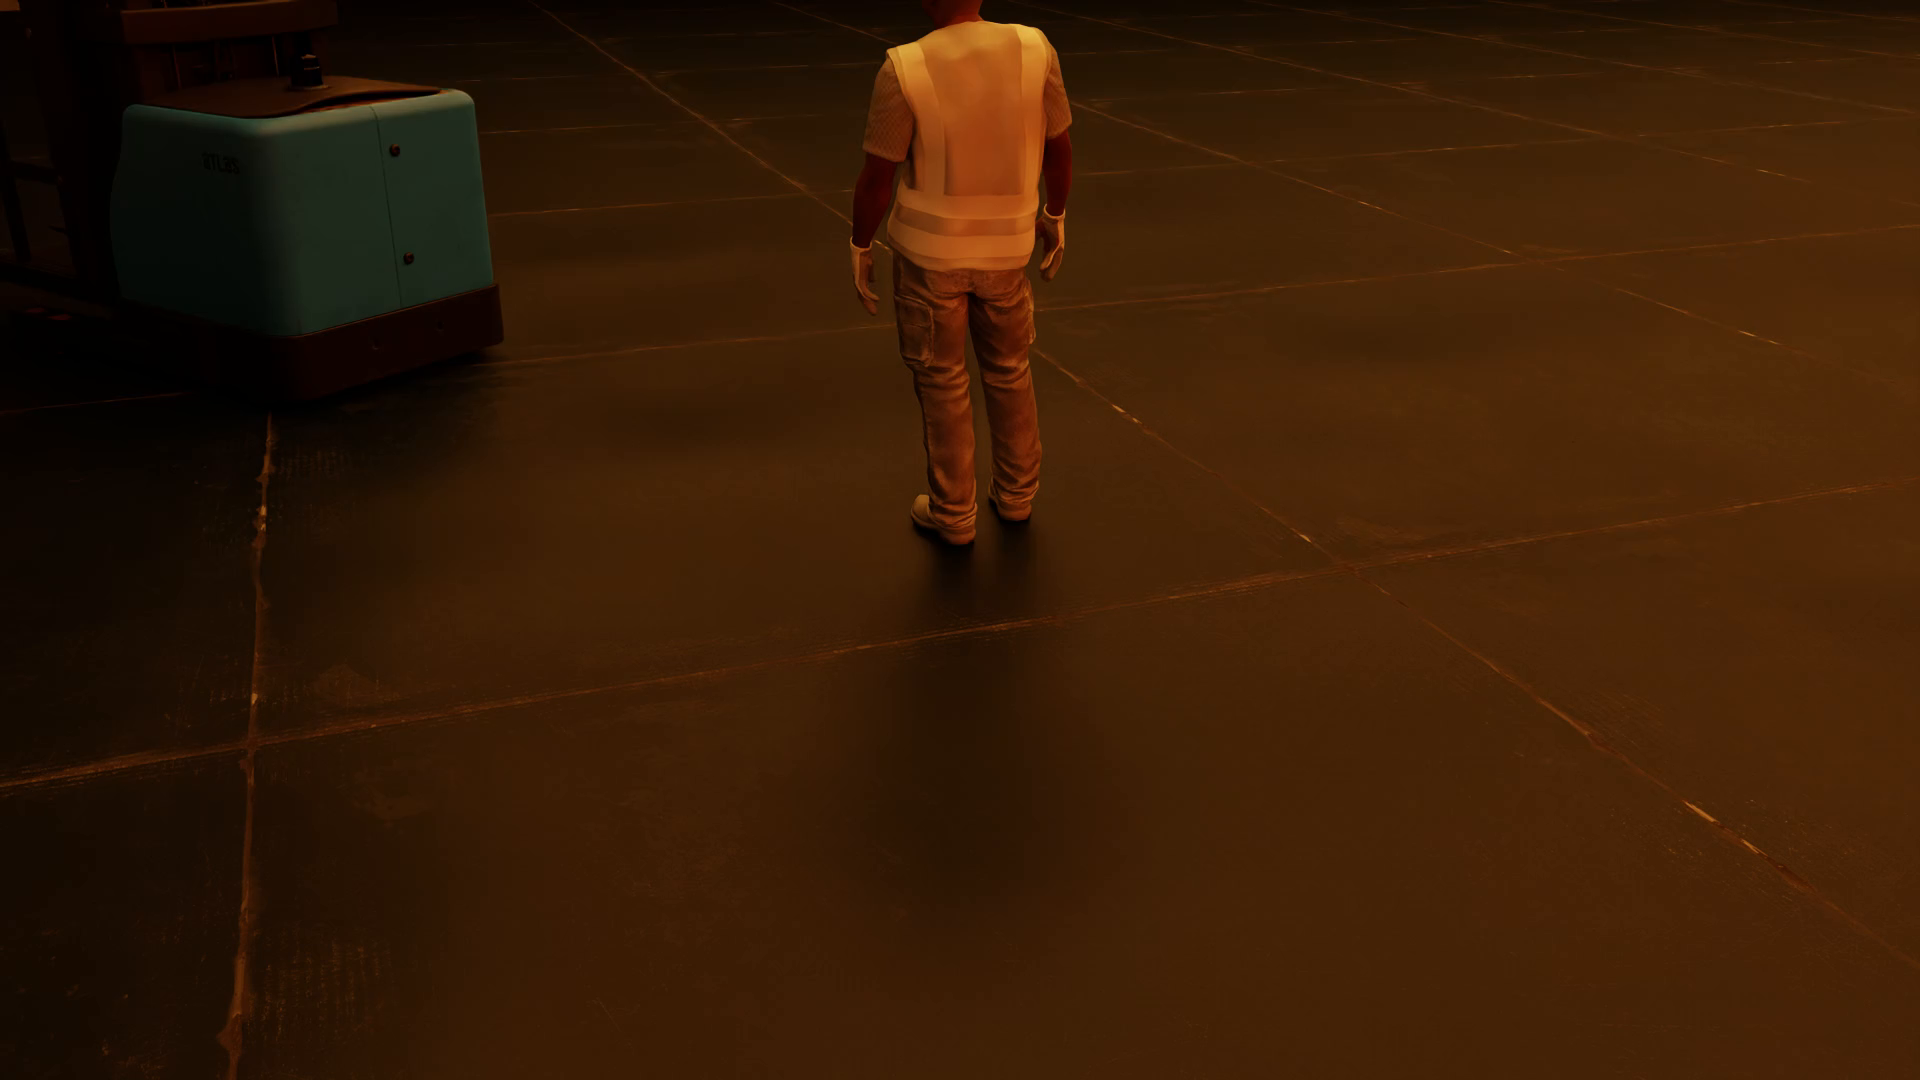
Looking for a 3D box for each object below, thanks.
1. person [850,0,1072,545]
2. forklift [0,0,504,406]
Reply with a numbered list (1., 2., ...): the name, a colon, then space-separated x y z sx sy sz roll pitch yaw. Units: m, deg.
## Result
1. person: -0.017 -0.856 4.796 0.656 1.781 0.576 -8 24 -18
2. forklift: -3.385 -2.277 6.713 3.031 2.935 1.130 15 27 31
